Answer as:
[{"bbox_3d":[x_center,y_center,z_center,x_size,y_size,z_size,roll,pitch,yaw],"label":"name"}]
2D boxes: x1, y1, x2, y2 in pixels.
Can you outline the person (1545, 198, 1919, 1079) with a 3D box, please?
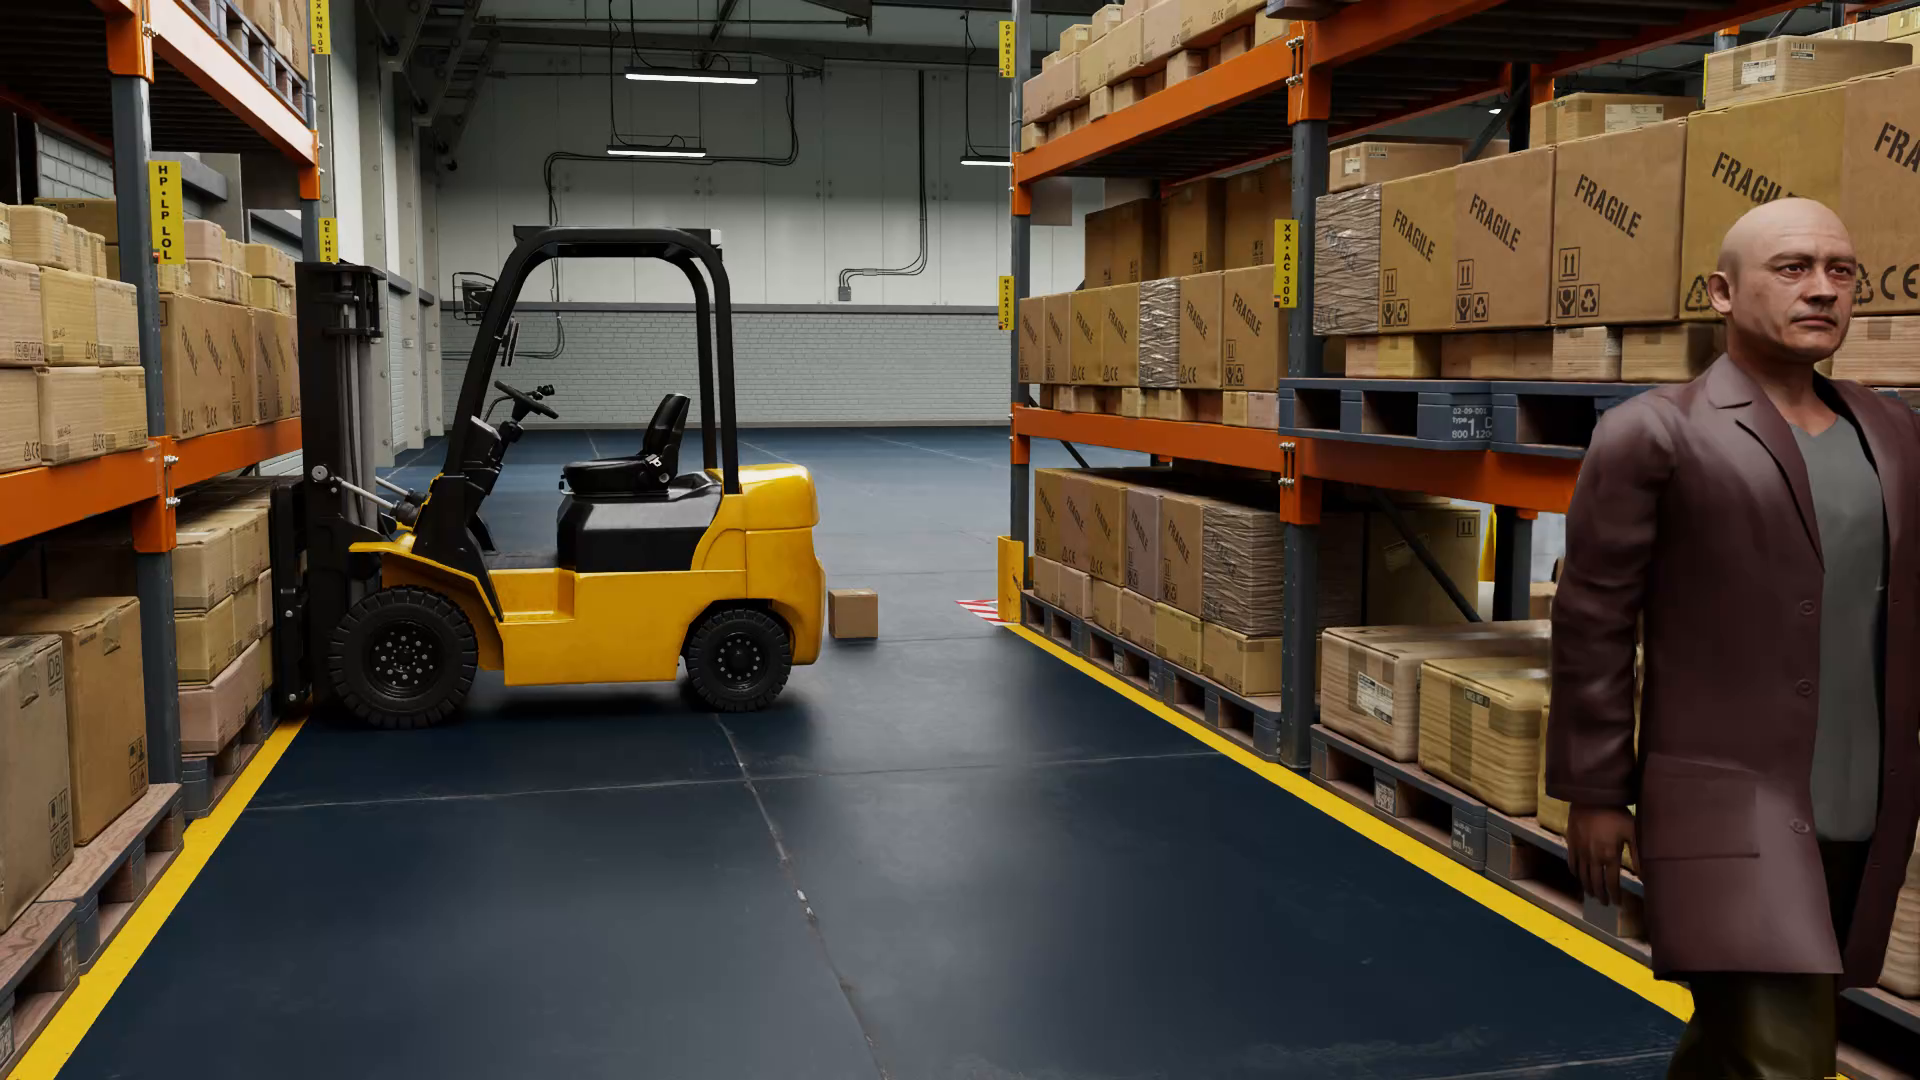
[{"bbox_3d":[1.205,0.537,2.376,0.571,1.627,0.773,-2,6,-15],"label":"person"}]
